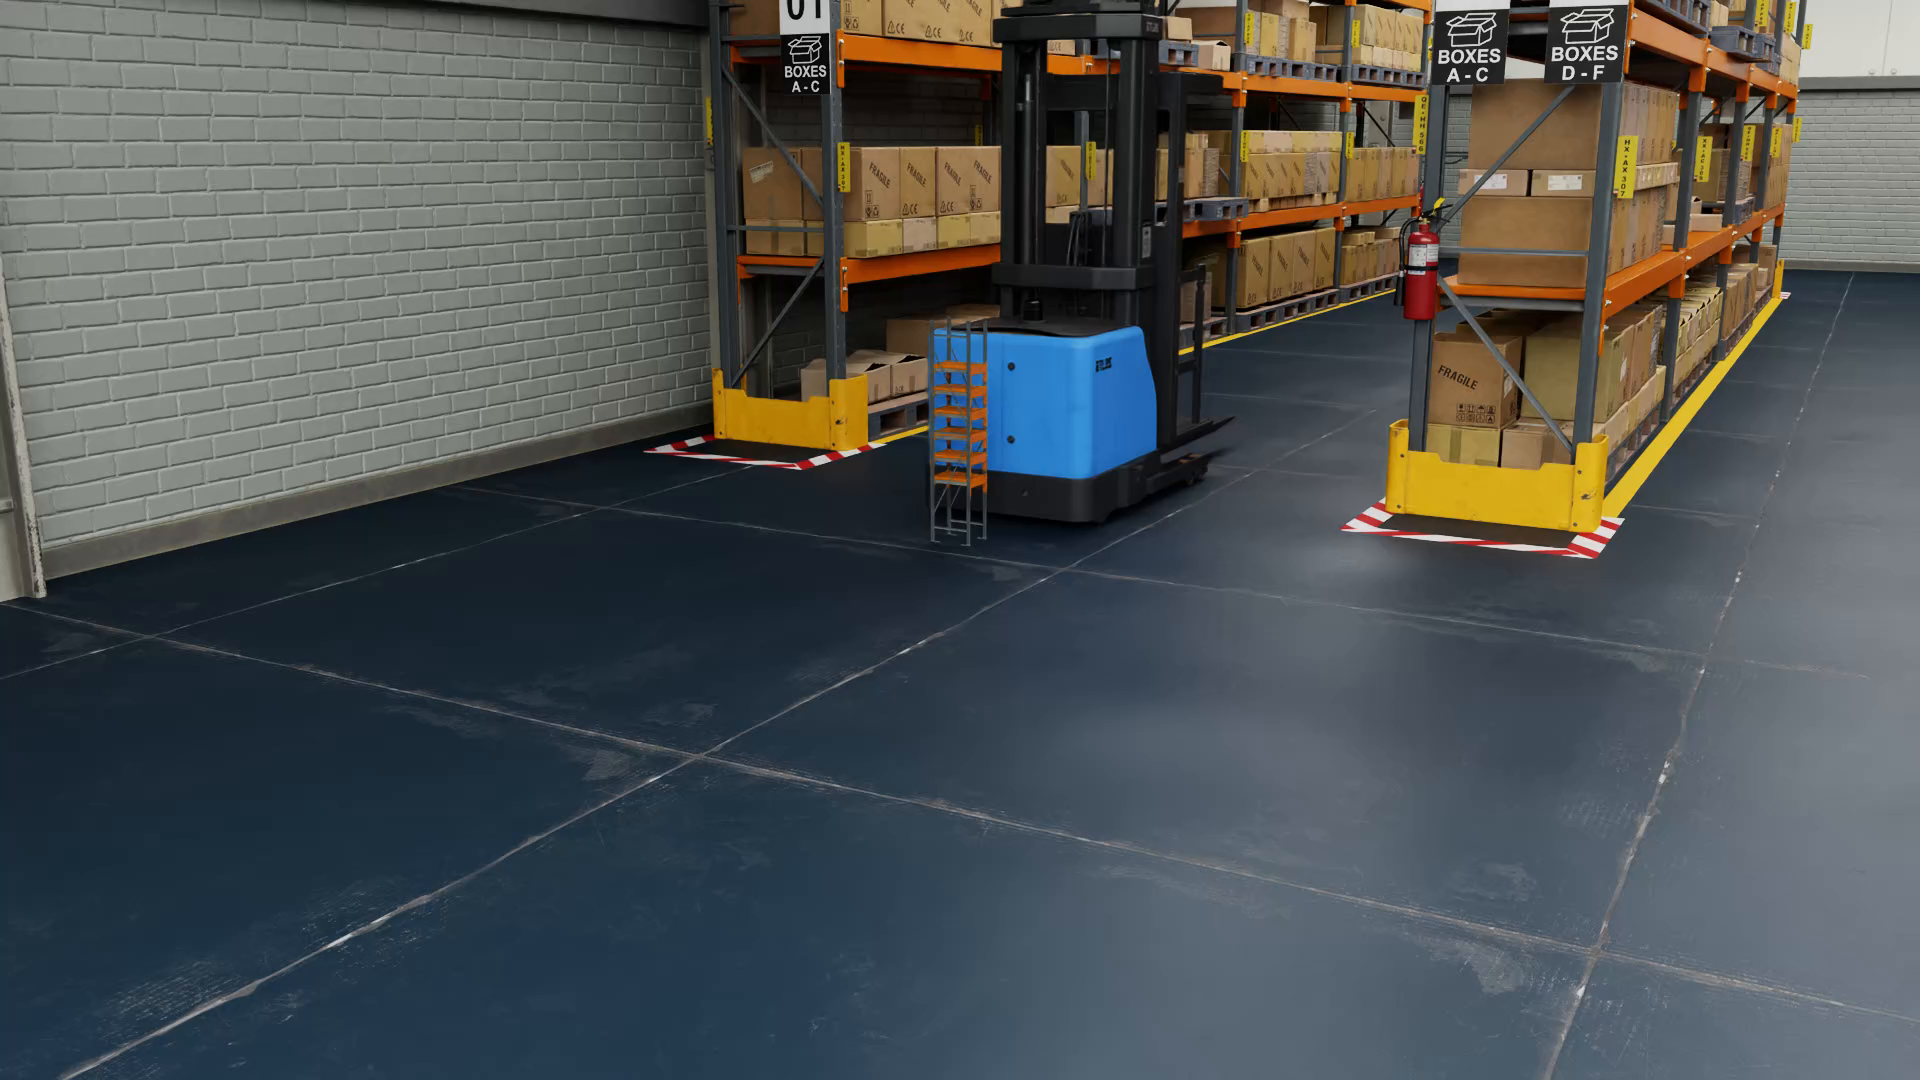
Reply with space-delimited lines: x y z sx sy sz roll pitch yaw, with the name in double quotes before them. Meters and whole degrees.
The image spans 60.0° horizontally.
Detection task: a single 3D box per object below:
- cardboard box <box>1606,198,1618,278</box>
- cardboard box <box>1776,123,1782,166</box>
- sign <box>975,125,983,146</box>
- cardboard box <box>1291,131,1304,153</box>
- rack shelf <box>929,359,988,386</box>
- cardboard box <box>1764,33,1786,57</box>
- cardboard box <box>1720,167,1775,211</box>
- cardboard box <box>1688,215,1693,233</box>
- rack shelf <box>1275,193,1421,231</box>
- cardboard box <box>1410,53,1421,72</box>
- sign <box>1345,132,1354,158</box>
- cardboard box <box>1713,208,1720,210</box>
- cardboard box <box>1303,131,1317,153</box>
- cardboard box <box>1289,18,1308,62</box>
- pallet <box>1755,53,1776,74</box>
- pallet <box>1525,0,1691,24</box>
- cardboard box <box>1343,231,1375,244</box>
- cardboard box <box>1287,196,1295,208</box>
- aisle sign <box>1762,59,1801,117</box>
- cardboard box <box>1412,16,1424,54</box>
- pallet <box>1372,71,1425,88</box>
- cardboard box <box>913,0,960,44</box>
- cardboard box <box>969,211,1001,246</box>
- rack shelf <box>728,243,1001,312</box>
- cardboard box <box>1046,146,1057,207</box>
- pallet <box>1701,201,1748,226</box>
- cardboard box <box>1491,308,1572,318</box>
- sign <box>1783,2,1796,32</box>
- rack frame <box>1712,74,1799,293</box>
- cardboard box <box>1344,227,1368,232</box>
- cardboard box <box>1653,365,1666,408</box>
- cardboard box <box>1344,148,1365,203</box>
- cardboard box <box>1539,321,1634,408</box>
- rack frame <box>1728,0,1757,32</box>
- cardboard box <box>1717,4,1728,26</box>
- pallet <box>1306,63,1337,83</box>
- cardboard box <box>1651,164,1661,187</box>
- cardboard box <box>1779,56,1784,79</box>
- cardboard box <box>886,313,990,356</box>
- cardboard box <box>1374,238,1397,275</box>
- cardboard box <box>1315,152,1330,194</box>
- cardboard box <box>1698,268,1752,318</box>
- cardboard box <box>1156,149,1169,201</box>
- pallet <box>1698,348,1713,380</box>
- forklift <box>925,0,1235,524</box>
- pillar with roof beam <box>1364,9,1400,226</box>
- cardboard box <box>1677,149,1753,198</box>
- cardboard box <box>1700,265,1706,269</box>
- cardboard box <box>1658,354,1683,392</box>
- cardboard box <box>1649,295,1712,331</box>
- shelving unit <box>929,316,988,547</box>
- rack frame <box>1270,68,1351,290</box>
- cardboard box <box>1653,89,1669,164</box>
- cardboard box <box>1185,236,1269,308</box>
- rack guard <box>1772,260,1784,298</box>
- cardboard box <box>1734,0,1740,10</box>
"cardboard box" 3.562 -1.850 10.094 0.700 0.500 0.500 8 16 29
"cardboard box" 9.600 -4.766 20.057 0.500 0.500 0.500 7 15 26
"sign" 0.183 -3.605 15.117 0.100 0.325 0.005 7 15 28
"cardboard box" 3.788 -4.751 19.850 0.500 0.250 0.500 7 15 27
"rack shelf" -0.007 -0.887 8.807 0.258 0.103 0.180 7 15 28
"cardboard box" 9.329 -5.761 19.382 0.500 0.250 0.500 7 15 28
"cardboard box" 9.361 -4.183 19.772 0.500 0.500 0.500 8 16 30
"cardboard box" 6.376 -2.850 14.992 0.380 0.149 0.250 9 16 32
"rack shelf" 5.505 -4.682 23.589 1.077 0.370 4.000 7 15 28
"cardboard box" 6.350 -6.900 24.064 0.500 0.250 0.500 8 16 30
"sign" 5.018 -5.086 21.430 0.100 0.325 0.005 7 15 28
"cardboard box" 8.893 -4.241 20.012 0.500 0.500 0.500 8 16 29
"cardboard box" 4.034 -4.856 20.284 0.500 0.250 0.500 8 16 29
"cardboard box" 3.804 -6.052 20.186 0.700 0.500 0.500 7 15 27
"pallet" 8.001 -5.089 17.742 1.213 0.211 1.003 7 15 28
"pallet" 4.029 -3.408 10.556 1.003 0.211 1.213 7 15 28
"cardboard box" 5.567 -4.224 23.209 0.380 0.149 0.250 7 15 26
"cardboard box" 3.832 -4.099 20.128 0.380 0.149 0.250 8 16 30
"aisle sign" 11.111 -6.125 22.491 0.394 0.787 0.004 7 15 28
"cardboard box" 6.357 -7.264 23.973 0.500 0.500 0.500 7 15 28
"pallet" 6.122 -6.704 24.229 1.003 0.211 1.213 7 15 28
"cardboard box" -0.344 -3.929 12.276 0.500 0.500 0.500 8 16 31
"cardboard box" -0.013 -2.476 13.180 0.500 0.250 0.500 8 15 29
"rack shelf" -0.296 -2.220 13.377 1.077 0.370 4.000 7 15 28
"cardboard box" 0.477 -3.046 13.947 0.500 0.500 0.500 7 15 28
"pallet" 7.209 -3.294 16.706 1.213 0.211 1.003 7 15 28
"cardboard box" 4.028 -1.387 11.756 0.500 0.500 0.500 7 15 28
"sign" 9.364 -5.900 18.762 0.100 0.325 0.005 7 15 28
"rack frame" 10.810 -4.882 22.882 1.000 3.000 0.127 7 15 28
"cardboard box" 5.741 -4.484 24.288 0.380 0.149 0.250 8 15 29
"cardboard box" 4.976 -1.167 12.446 0.500 0.250 0.500 7 15 28
"cardboard box" 4.815 -4.877 22.222 0.980 0.700 0.700 8 16 29
"cardboard box" 4.000 -1.123 10.661 0.500 0.500 0.500 7 15 28
"rack frame" 6.943 -6.157 15.371 1.000 3.000 0.127 7 15 28
"cardboard box" 6.535 -4.621 14.824 0.500 0.250 0.500 8 16 30
"pallet" 4.138 -5.793 20.670 0.805 0.209 1.217 7 15 26
"cardboard box" 4.572 -2.495 11.385 0.380 0.149 0.250 7 15 28
"cardboard box" 9.328 -5.518 19.441 0.500 0.250 0.500 7 15 28
"cardboard box" -0.176 -1.552 13.465 0.700 0.500 0.500 6 15 25
"cardboard box" 5.979 -4.173 24.382 0.700 0.500 0.500 7 15 28
"cardboard box" 4.298 -4.595 20.804 0.500 0.500 0.500 8 15 28
"cardboard box" 8.400 -2.723 18.321 0.500 0.500 0.500 8 16 29
"cardboard box" 1.803 -3.708 16.860 0.700 0.500 0.500 7 15 28
"pallet" 6.511 -1.720 15.718 1.003 0.211 1.213 7 15 28
"forklift" 0.937 -1.814 10.303 1.130 2.935 3.031 7 15 27
"pillar with roof beam" 10.789 -8.523 25.185 9.100 9.000 0.400 7 15 28
"cardboard box" 8.076 -3.944 17.884 0.700 0.500 0.500 3 14 14
"cardboard box" 8.181 -2.877 18.963 0.500 0.500 0.500 8 16 29
"cardboard box" 5.421 -1.342 13.170 0.500 0.250 0.500 7 15 27
"cardboard box" 6.413 -2.034 14.846 0.500 0.311 0.500 7 15 28
"shelving unit" -0.007 -0.580 8.881 0.258 1.200 0.189 7 15 28
"rack frame" 4.538 -4.621 21.803 1.000 3.000 0.127 7 15 28
"cardboard box" 4.557 -2.903 11.695 0.700 0.500 0.500 7 15 28
"cardboard box" 3.075 -3.096 19.166 0.750 0.750 0.750 7 15 27
"rack guard" 10.773 -3.651 23.110 1.175 0.500 0.348 7 15 28
"cardboard box" 7.406 -5.427 16.396 0.500 0.500 0.500 7 15 28
